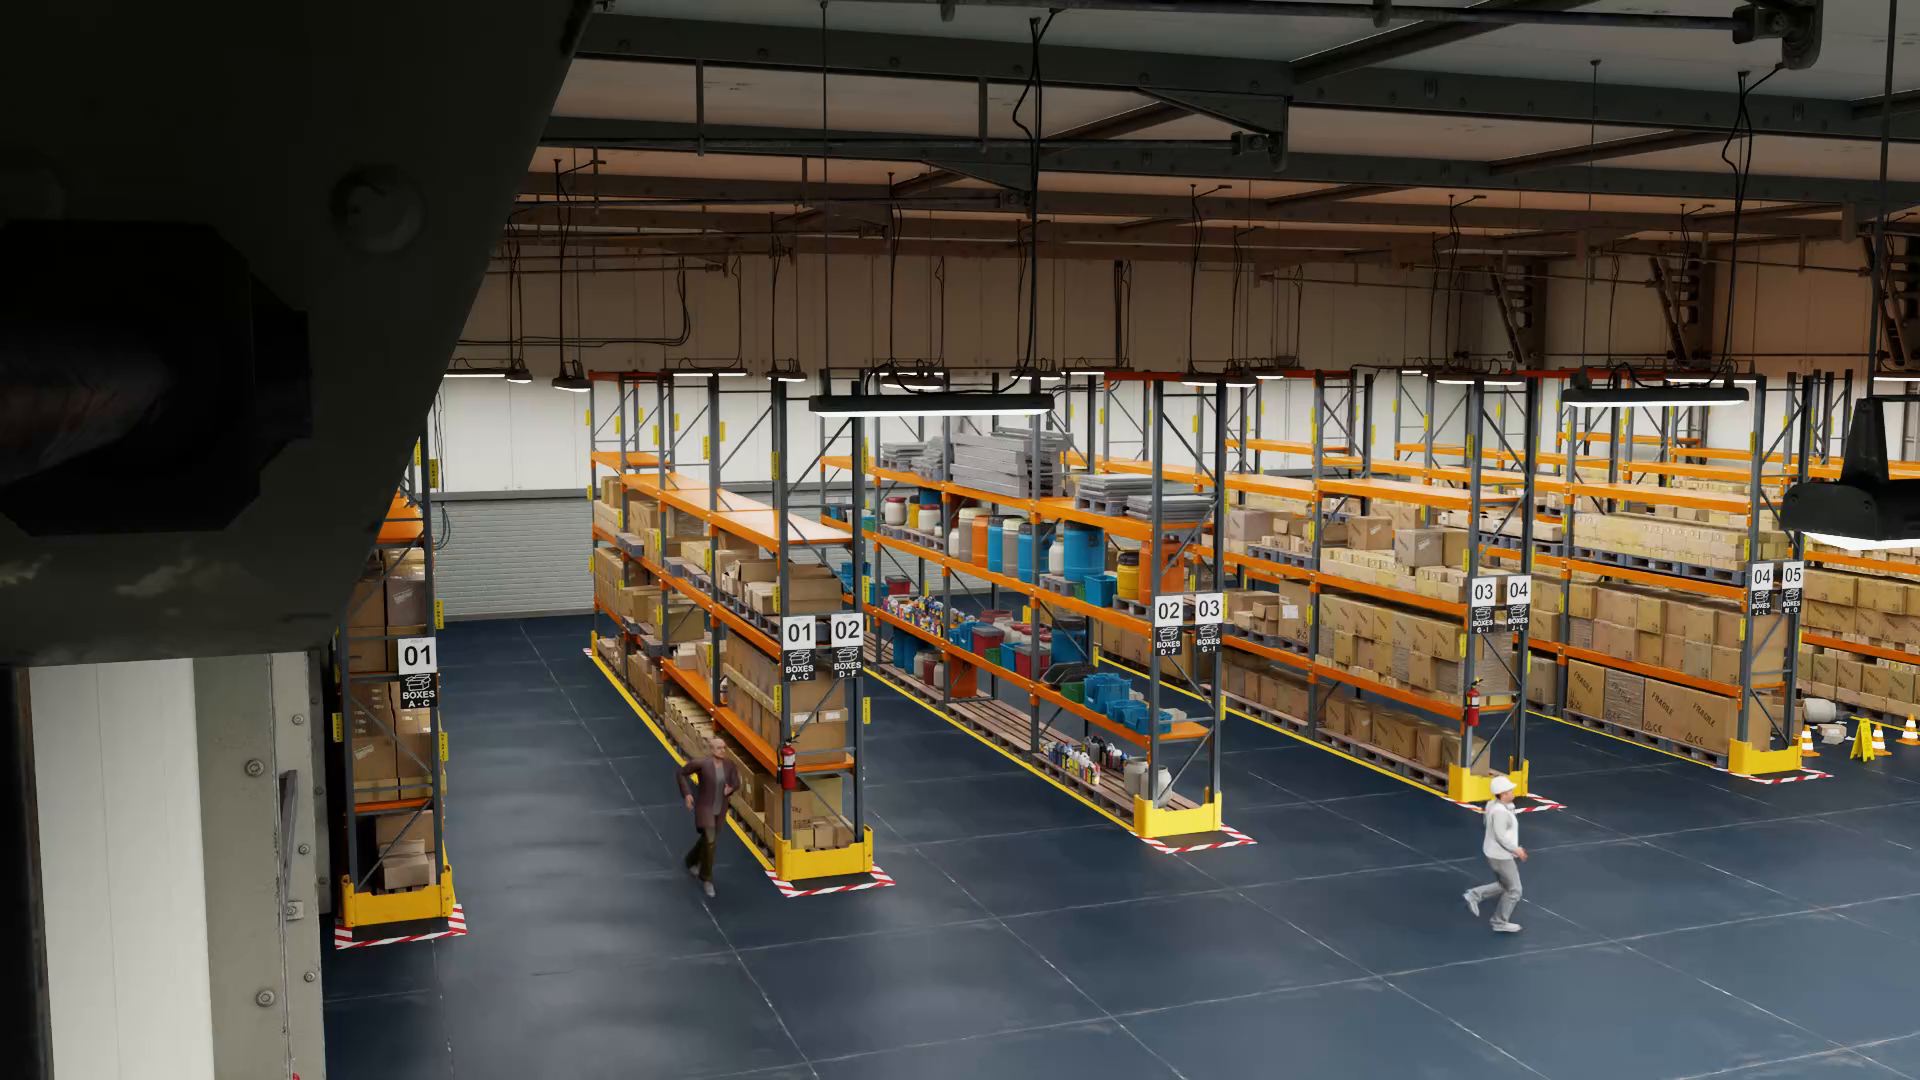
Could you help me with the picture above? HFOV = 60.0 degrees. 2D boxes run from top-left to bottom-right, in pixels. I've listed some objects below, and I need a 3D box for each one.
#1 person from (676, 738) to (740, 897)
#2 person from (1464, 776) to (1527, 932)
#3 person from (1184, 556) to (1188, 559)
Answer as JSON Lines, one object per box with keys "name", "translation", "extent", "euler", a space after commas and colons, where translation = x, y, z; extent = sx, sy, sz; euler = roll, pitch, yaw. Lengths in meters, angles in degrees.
{"name": "person", "translation": [-2.973, 3.263, 19.884], "extent": [0.709, 1.824, 0.909], "euler": [-6, 8, -41]}
{"name": "person", "translation": [5.879, 3.440, 18.253], "extent": [0.614, 1.729, 0.705], "euler": [1, 6, 8]}
{"name": "person", "translation": [5.166, 1.160, 39.365], "extent": [0.684, 1.610, 0.616], "euler": [0, 6, 2]}
